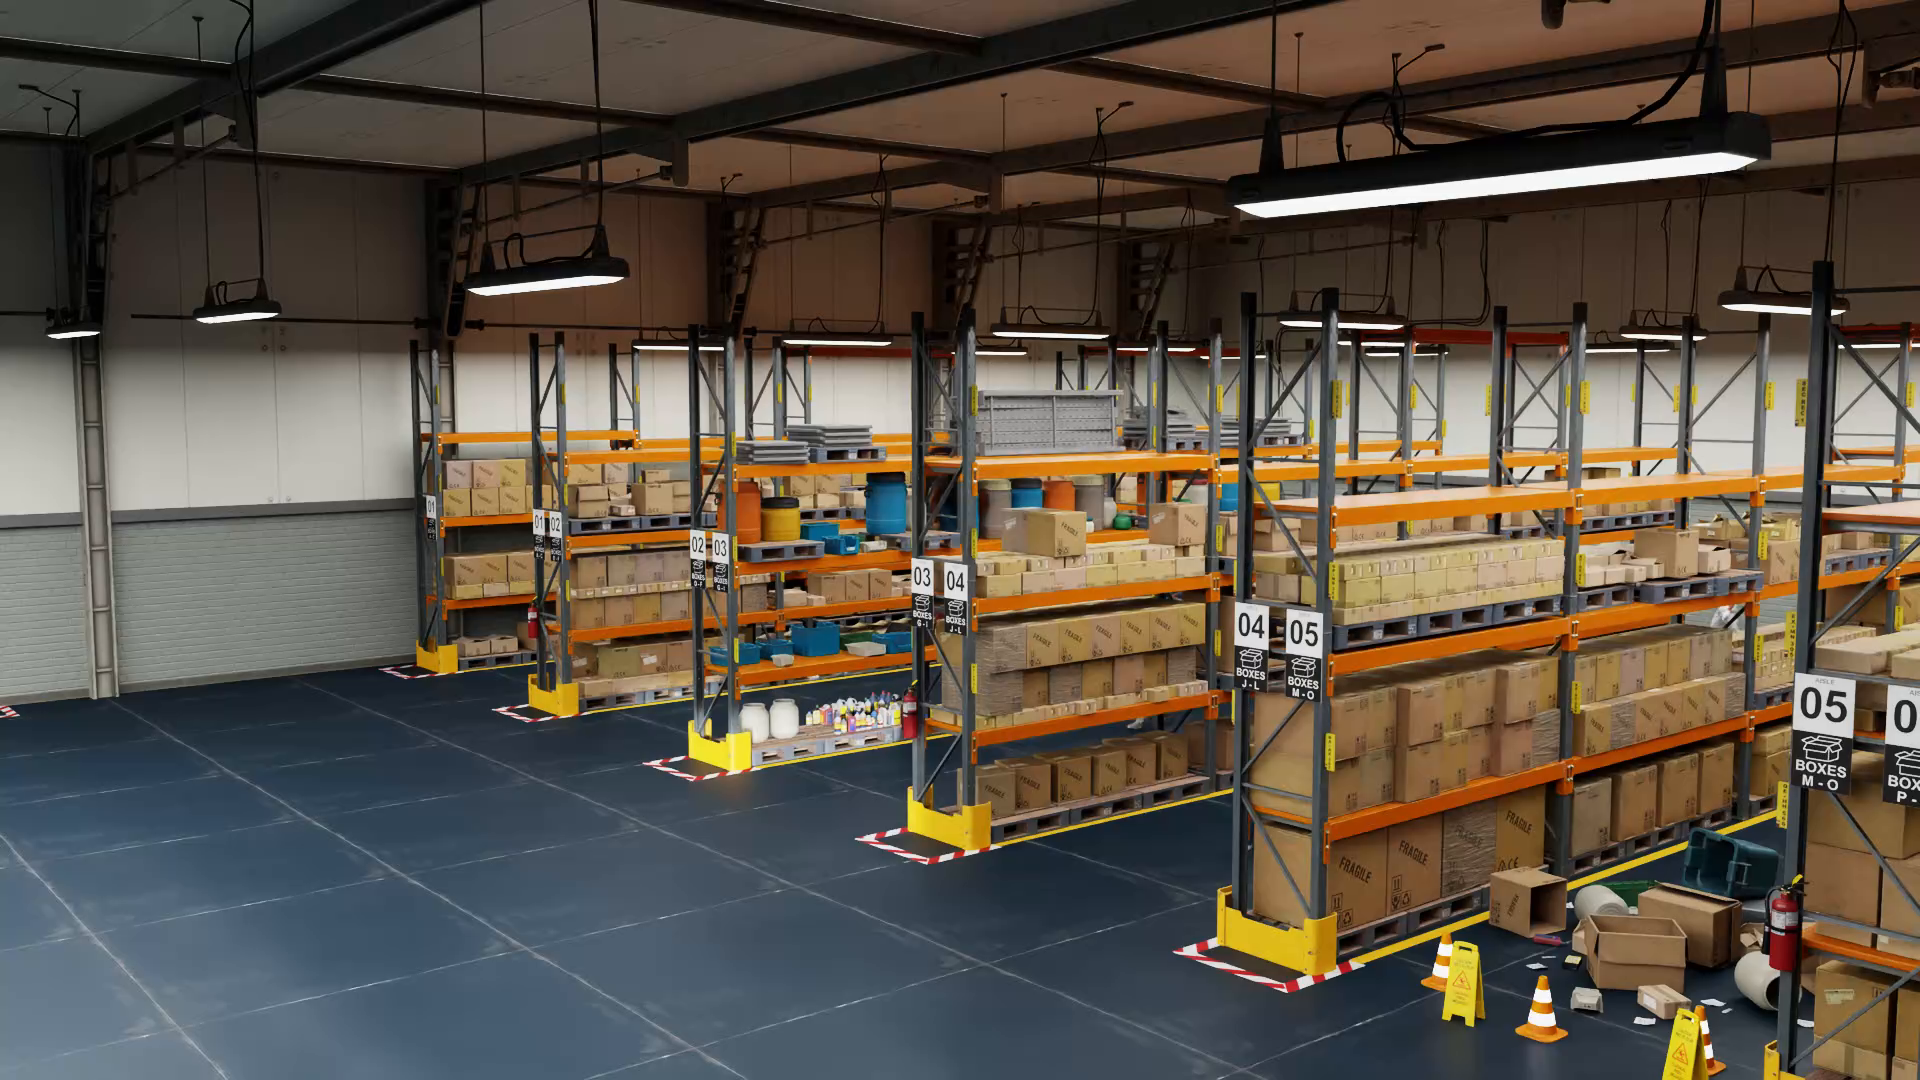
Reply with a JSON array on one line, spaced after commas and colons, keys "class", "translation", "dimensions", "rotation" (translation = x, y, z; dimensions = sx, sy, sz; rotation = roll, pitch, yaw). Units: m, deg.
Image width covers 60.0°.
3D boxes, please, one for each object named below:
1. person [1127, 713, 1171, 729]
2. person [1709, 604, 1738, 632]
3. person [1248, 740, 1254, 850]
[{"class": "person", "translation": [2.873, 1.993, 25.121], "dimensions": [0.958, 1.645, 0.571], "rotation": [-4, 6, -35]}, {"class": "person", "translation": [14.649, 1.357, 31.783], "dimensions": [1.075, 1.752, 0.628], "rotation": [1, 5, 10]}, {"class": "person", "translation": [3.361, 2.661, 18.524], "dimensions": [0.486, 1.603, 0.343], "rotation": [-2, 6, -20]}]
